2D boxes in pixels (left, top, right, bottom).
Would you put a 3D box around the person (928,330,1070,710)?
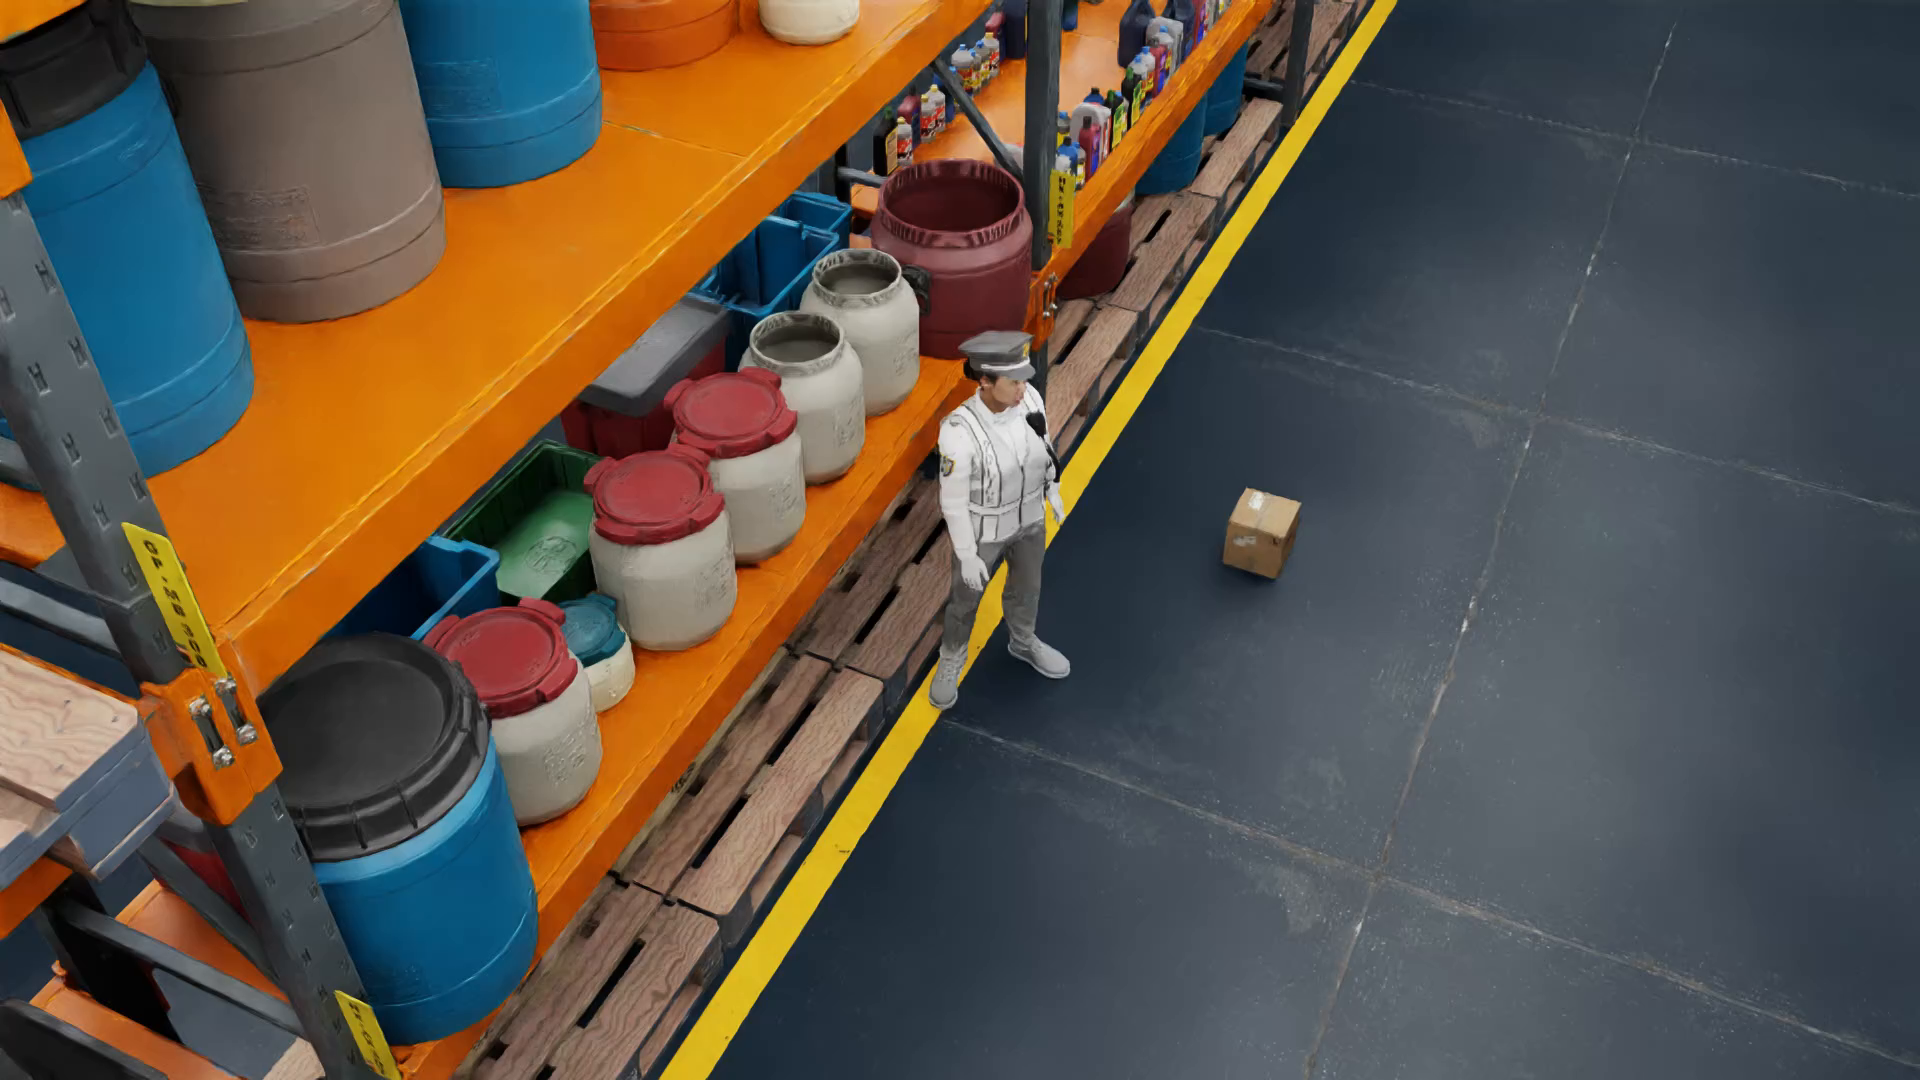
[{"bbox_3d":[0.141,-0.069,6.190,0.611,1.688,0.364,-26,48,-26],"label":"person"}]
